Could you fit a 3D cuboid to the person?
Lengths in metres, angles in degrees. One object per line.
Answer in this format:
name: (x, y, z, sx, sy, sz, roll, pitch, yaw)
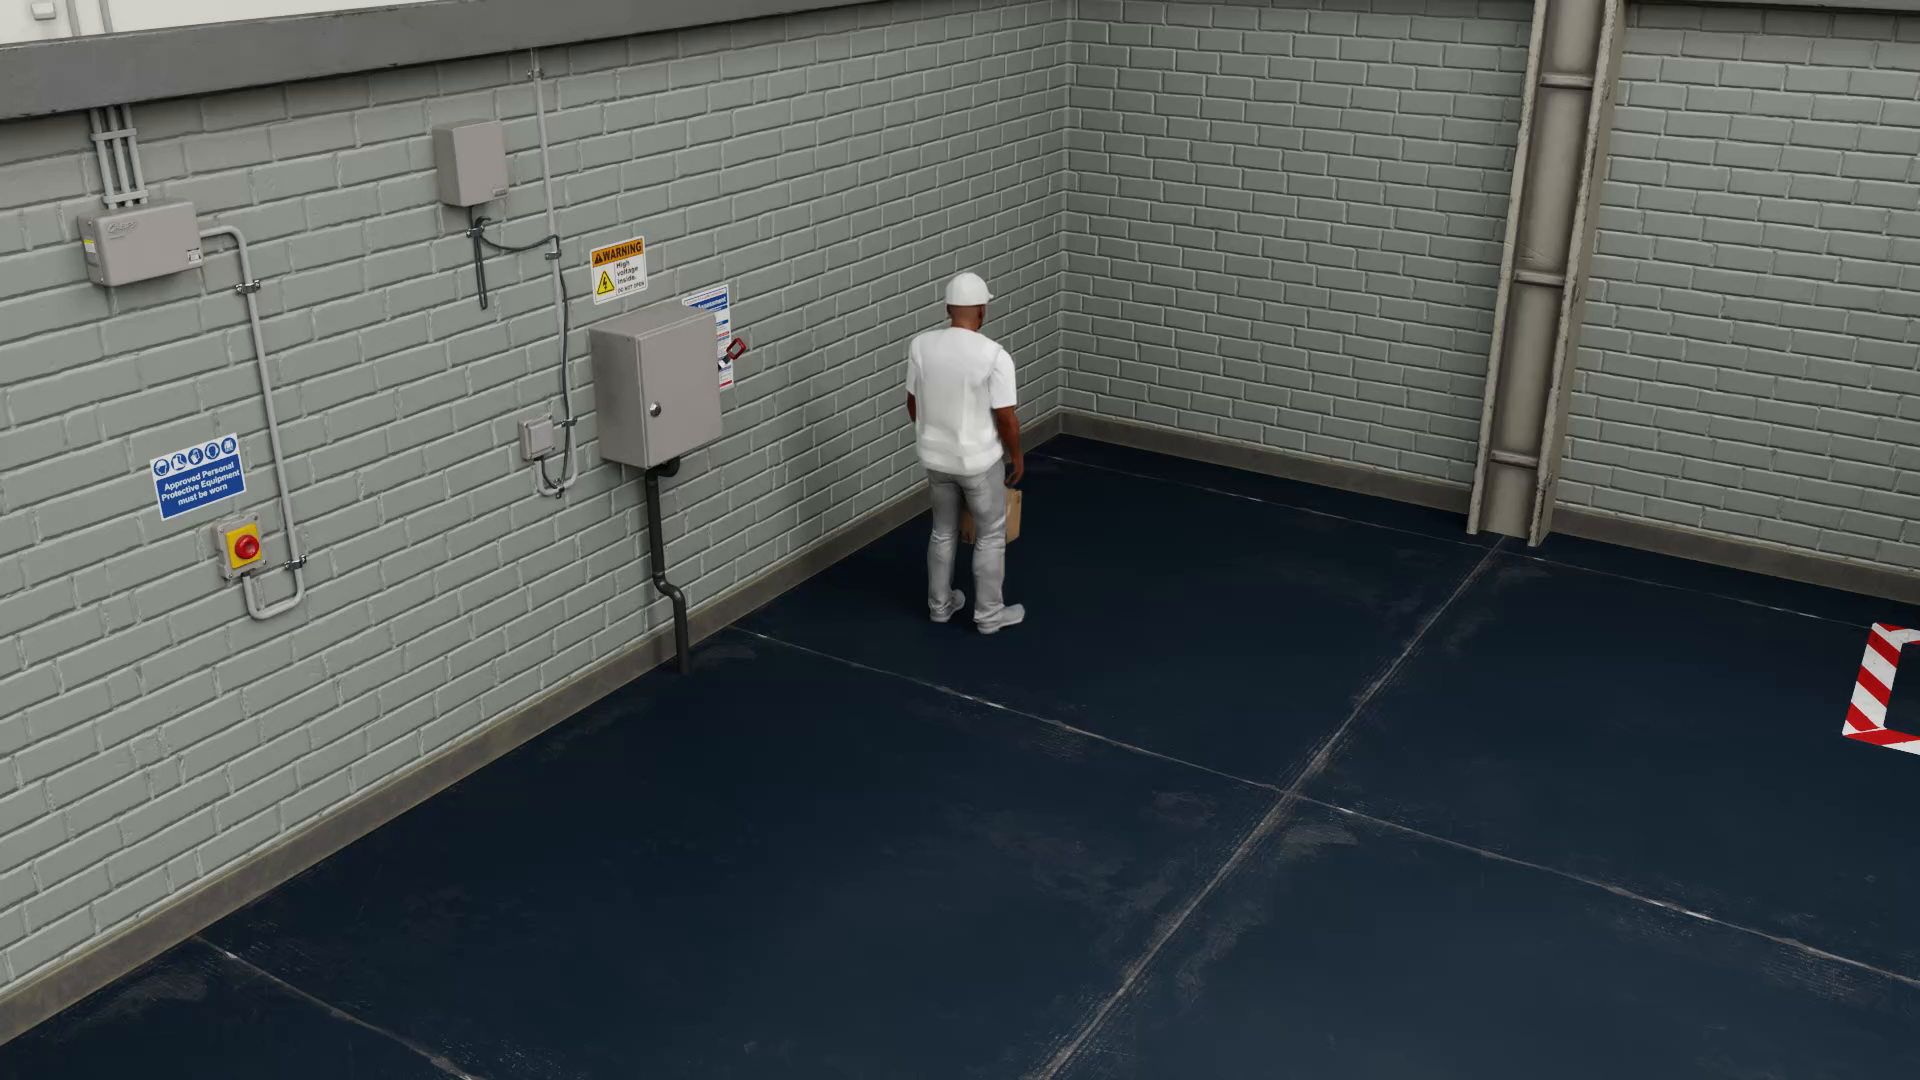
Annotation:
person: (0.020, -0.411, 8.036, 0.592, 1.764, 0.430, 13, 26, 28)
